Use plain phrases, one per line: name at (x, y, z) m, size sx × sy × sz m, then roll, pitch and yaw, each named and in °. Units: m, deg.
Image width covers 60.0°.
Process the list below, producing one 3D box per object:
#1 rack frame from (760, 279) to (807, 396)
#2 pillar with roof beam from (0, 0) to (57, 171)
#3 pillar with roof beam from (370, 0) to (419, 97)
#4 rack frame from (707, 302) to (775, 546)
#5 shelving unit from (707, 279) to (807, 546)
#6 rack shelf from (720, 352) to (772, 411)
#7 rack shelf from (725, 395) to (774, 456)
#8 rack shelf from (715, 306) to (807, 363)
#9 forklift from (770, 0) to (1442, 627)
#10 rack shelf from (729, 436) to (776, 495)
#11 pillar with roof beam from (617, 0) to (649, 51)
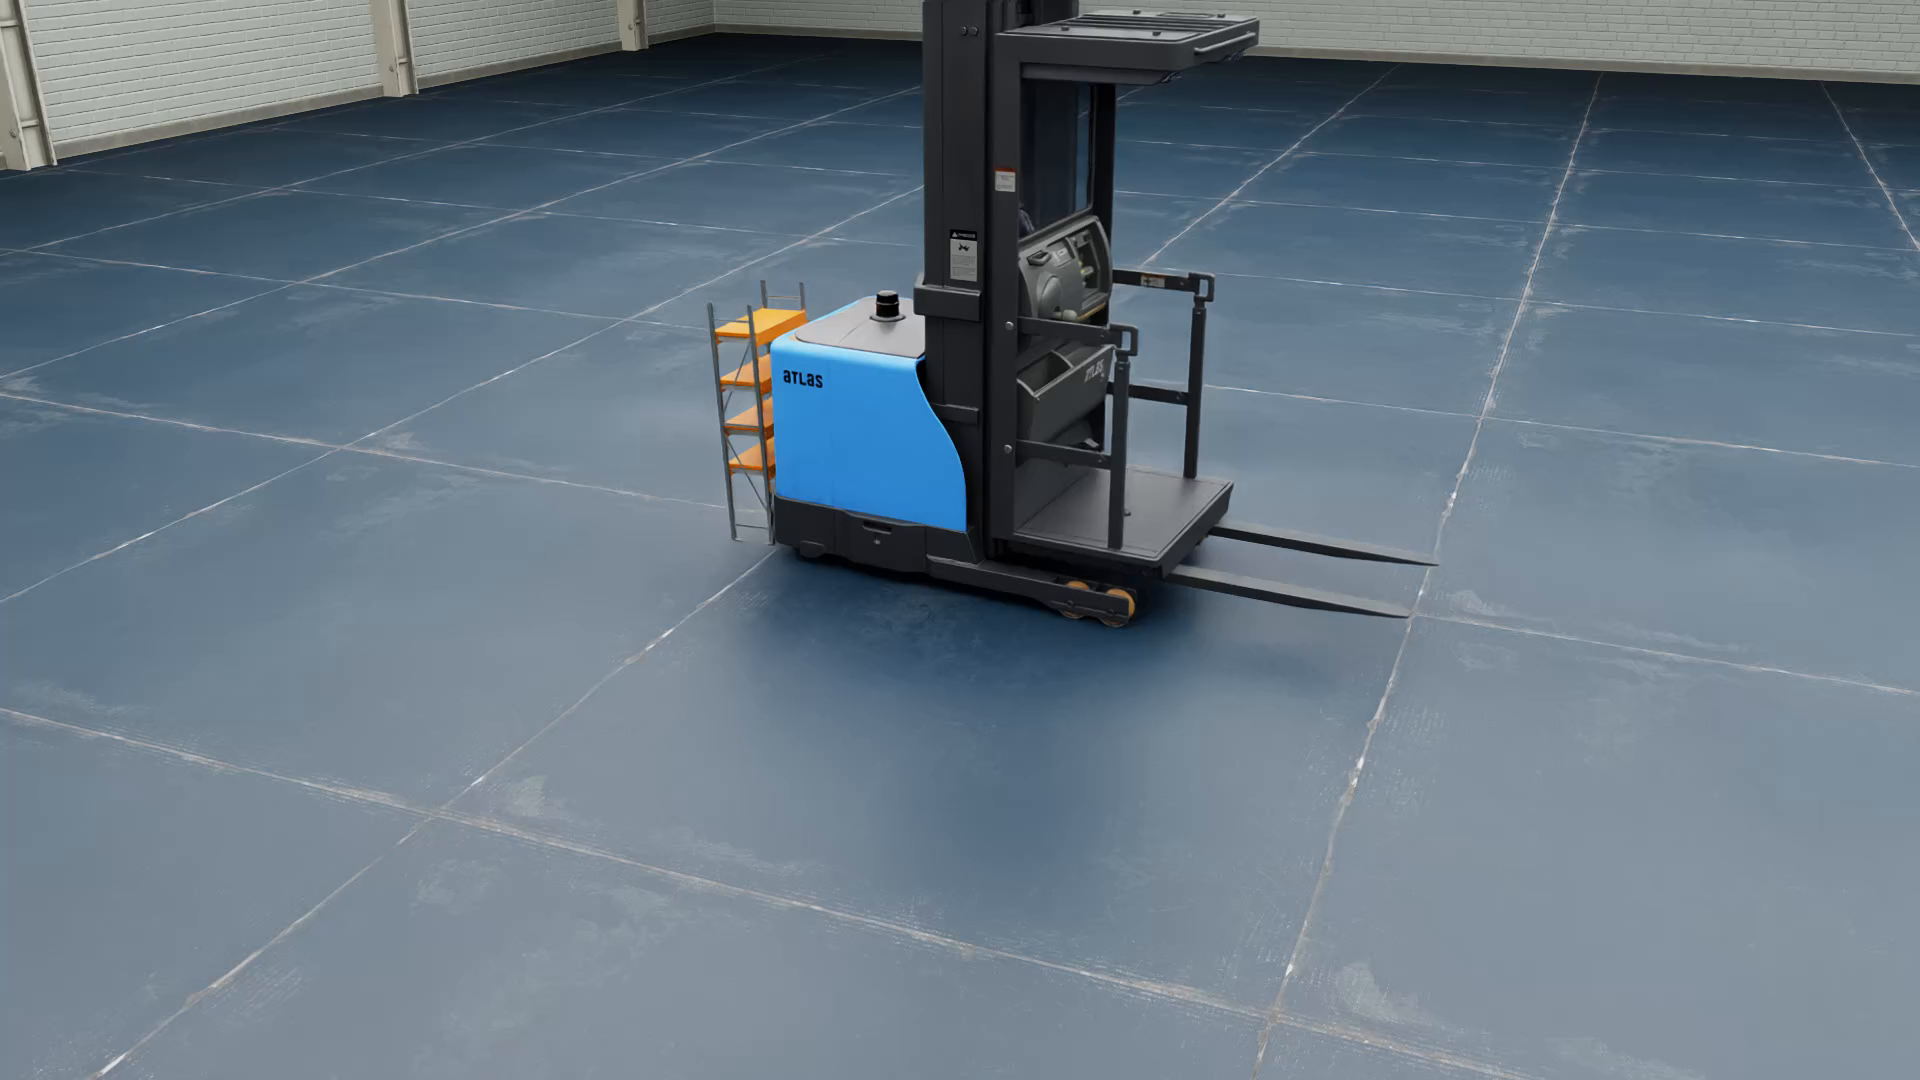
rack frame at (-0.846, -0.717, 8.393) m, size 0.240 × 1.200 × 0.015 m, roll 7°, pitch 23°, yaw 24°
pillar with roof beam at (-5.962, -7.543, 14.632) m, size 9.100 × 9.000 × 0.400 m, roll 9°, pitch 24°, yaw 20°
pillar with roof beam at (-3.733, -9.690, 19.773) m, size 9.100 × 9.000 × 0.400 m, roll 9°, pitch 24°, yaw 20°
rack frame at (-1.048, -0.546, 7.983) m, size 0.240 × 1.200 × 0.015 m, roll 7°, pitch 23°, yaw 24°
shelving unit at (-0.947, -0.632, 8.188) m, size 0.258 × 1.200 × 0.503 m, roll 7°, pitch 23°, yaw 24°
rack shelf at (-0.954, -0.777, 8.131) m, size 0.258 × 0.148 × 0.480 m, roll 7°, pitch 23°, yaw 24°
rack shelf at (-0.944, -0.569, 8.213) m, size 0.258 × 0.148 × 0.480 m, roll 7°, pitch 23°, yaw 24°
rack shelf at (-0.966, -0.997, 8.045) m, size 0.258 × 0.148 × 0.480 m, roll 7°, pitch 23°, yaw 24°
forklift at (0.657, -1.201, 7.323) m, size 3.031 × 2.935 × 1.130 m, roll 11°, pitch 25°, yaw 24°
rack shelf at (-0.934, -0.384, 8.285) m, size 0.258 × 0.148 × 0.480 m, roll 7°, pitch 23°, yaw 24°
pillar with roof beam at (-1.505, -11.837, 24.913) m, size 9.100 × 9.000 × 0.400 m, roll 9°, pitch 24°, yaw 20°
